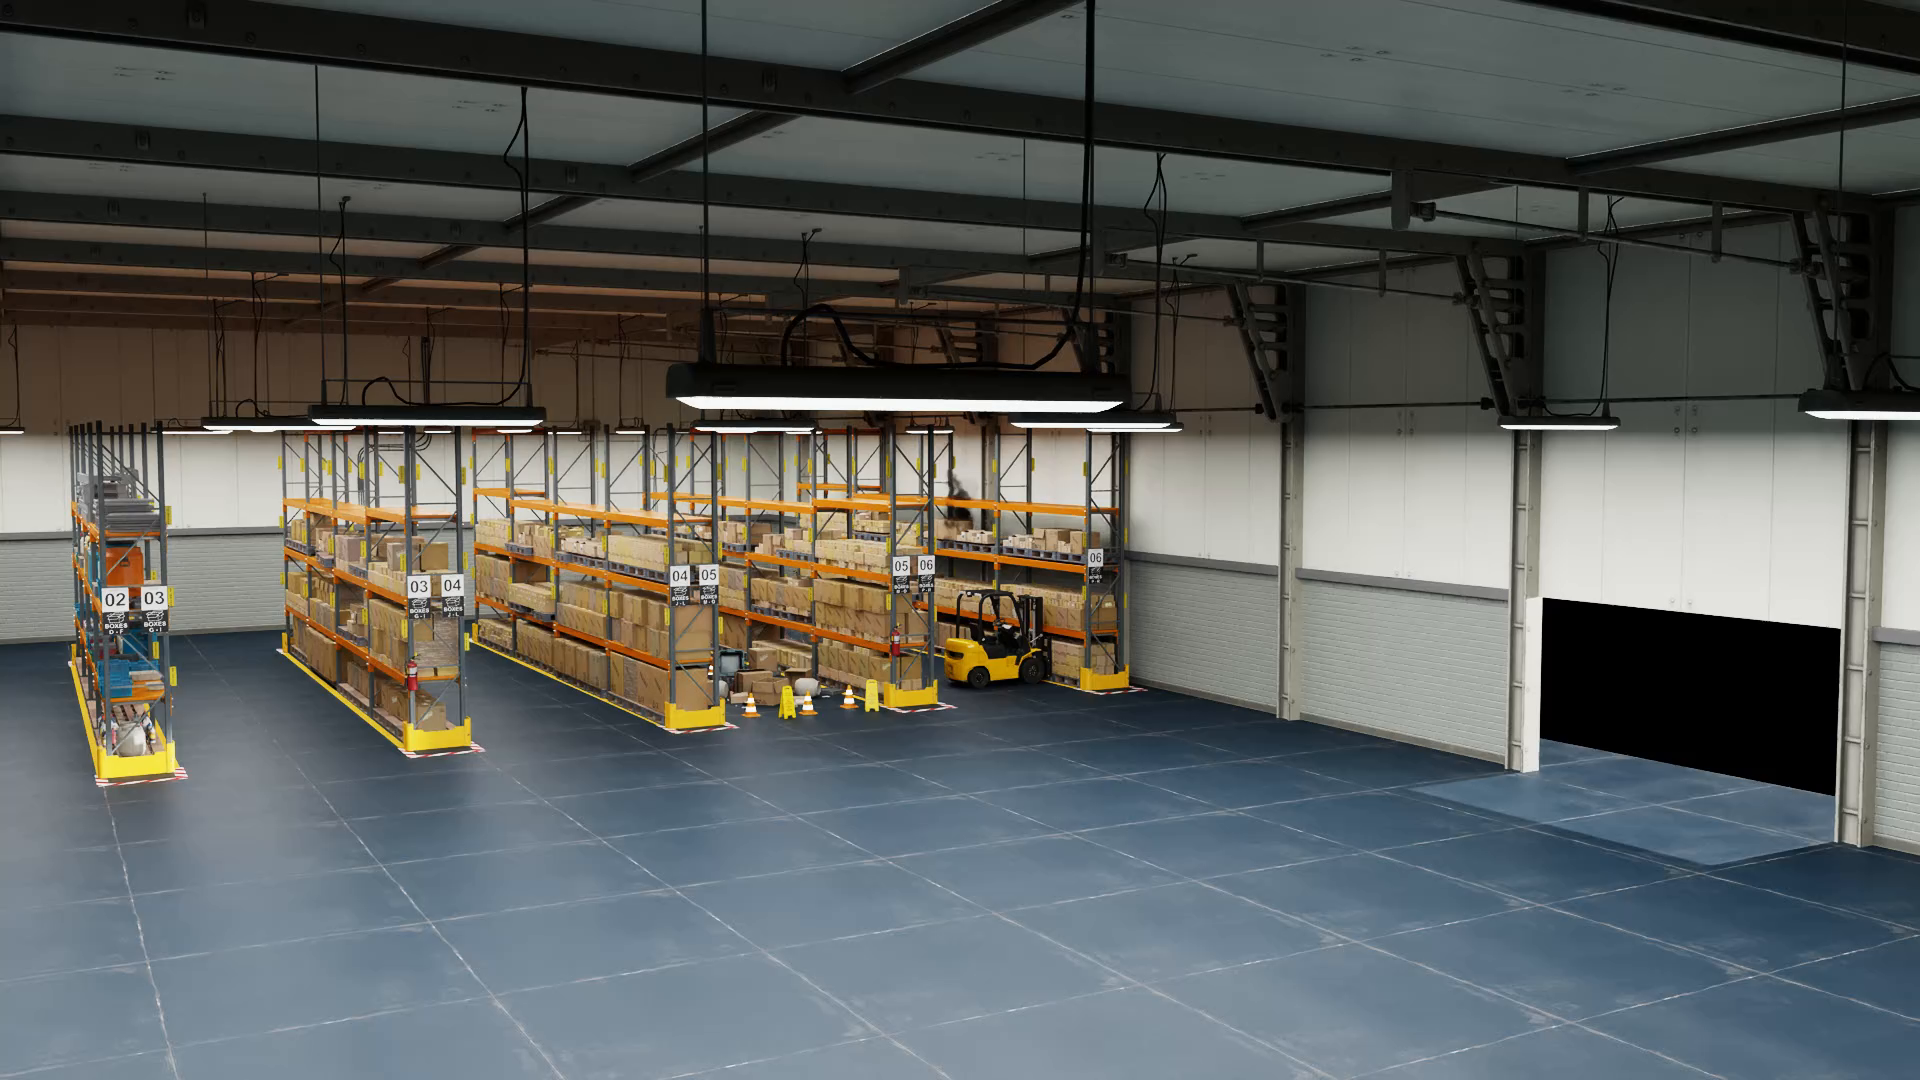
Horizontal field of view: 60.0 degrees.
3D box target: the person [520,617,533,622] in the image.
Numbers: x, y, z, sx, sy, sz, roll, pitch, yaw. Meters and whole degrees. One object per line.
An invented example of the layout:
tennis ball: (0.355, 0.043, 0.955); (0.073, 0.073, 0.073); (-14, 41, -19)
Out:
person: (-12.726, 1.852, 49.045); (0.660, 1.680, 0.658); (2, 4, 35)
